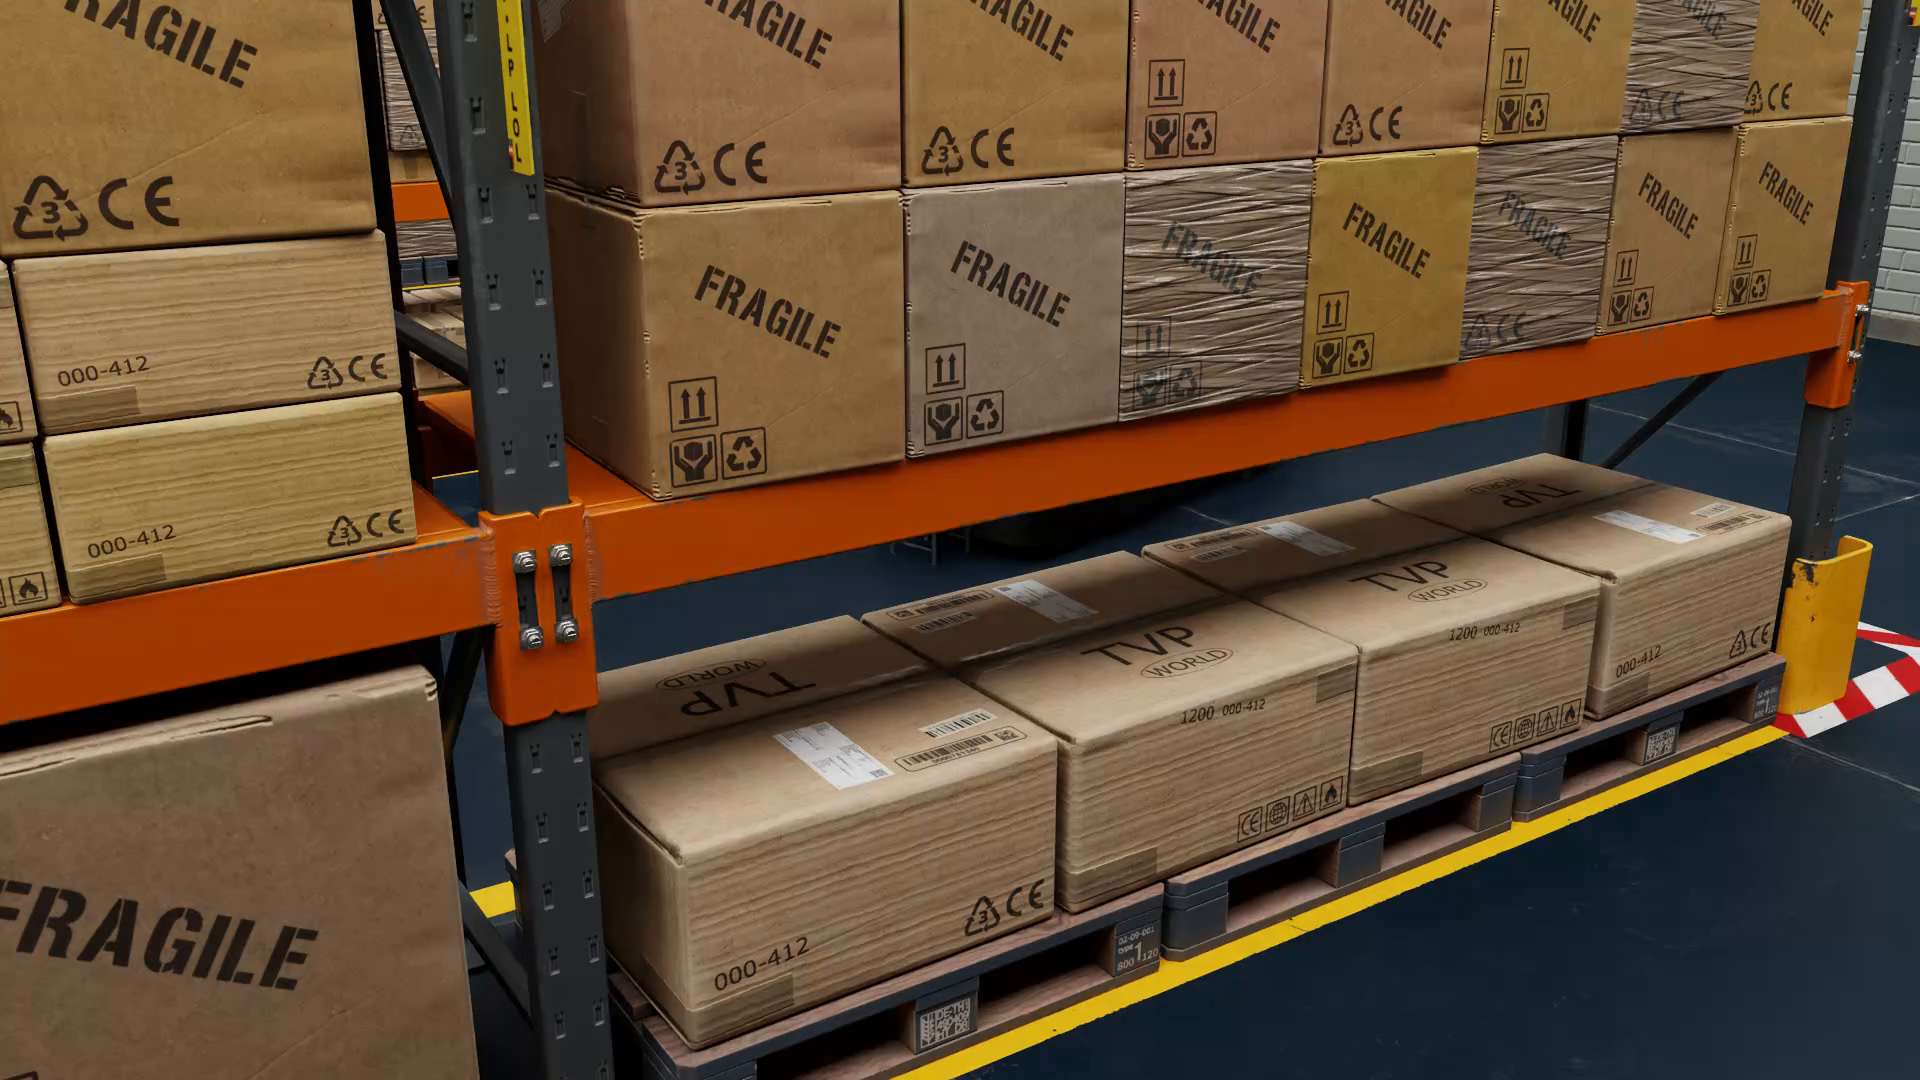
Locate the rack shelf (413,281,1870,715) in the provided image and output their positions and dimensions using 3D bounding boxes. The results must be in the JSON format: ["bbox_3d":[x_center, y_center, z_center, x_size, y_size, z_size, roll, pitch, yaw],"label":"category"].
[{"bbox_3d":[0.692,-0.361,4.252,4.000,0.370,1.077,-12,22,-31],"label":"rack shelf"}]

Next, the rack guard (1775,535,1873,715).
[{"bbox_3d":[2.382,0.126,5.592,0.348,0.500,1.175,-12,22,-31],"label":"rack guard"}]

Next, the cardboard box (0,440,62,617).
[{"bbox_3d":[-1.640,-0.042,2.421,0.500,0.250,0.500,-12,22,-32],"label":"cardboard box"}]

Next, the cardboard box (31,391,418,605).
[{"bbox_3d":[-1.214,-0.132,2.686,0.500,0.250,0.500,-13,22,-33],"label":"cardboard box"}]

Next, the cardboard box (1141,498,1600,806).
[{"bbox_3d":[1.106,0.267,4.615,0.875,0.438,0.875,-11,22,-30],"label":"cardboard box"}]

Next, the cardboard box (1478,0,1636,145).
[{"bbox_3d":[1.255,-1.240,4.012,0.500,0.500,0.500,-12,22,-32],"label":"cardboard box"}]

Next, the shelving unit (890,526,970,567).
[{"bbox_3d":[-0.119,-0.372,6.441,0.258,0.900,0.210,15,24,37],"label":"shelving unit"}]

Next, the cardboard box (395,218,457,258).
[{"bbox_3d":[-4.339,-2.603,12.422,0.875,0.875,0.875,-12,22,-31],"label":"cardboard box"}]

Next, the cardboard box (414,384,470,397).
[{"bbox_3d":[-2.513,-0.702,7.932,0.250,0.149,0.380,-13,23,-34],"label":"cardboard box"}]

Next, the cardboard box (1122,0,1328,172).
[{"bbox_3d":[0.412,-1.064,3.491,0.500,0.500,0.500,-11,22,-30],"label":"cardboard box"}]

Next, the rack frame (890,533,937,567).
[{"bbox_3d":[-0.184,-0.347,6.367,0.240,0.900,0.006,15,24,37],"label":"rack frame"}]

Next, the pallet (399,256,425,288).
[{"bbox_3d":[-4.731,-2.008,12.356,1.213,0.211,1.003,-12,22,-31],"label":"pallet"}]

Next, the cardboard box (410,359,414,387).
[{"bbox_3d":[-2.734,-0.791,7.732,0.250,0.149,0.380,-13,23,-34],"label":"cardboard box"}]

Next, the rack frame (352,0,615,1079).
[{"bbox_3d":[-0.978,-0.349,3.095,0.127,3.000,1.000,-12,22,-31],"label":"rack frame"}]

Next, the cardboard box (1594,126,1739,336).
[{"bbox_3d":[1.678,-0.861,4.452,0.500,0.500,0.500,-12,22,-33],"label":"cardboard box"}]

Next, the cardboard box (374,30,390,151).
[{"bbox_3d":[-2.824,-1.953,7.217,0.500,0.500,0.500,-12,22,-31],"label":"cardboard box"}]

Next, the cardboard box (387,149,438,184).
[{"bbox_3d":[-2.523,-1.699,7.478,0.250,0.149,0.380,-11,22,-30],"label":"cardboard box"}]

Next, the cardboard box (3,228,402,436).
[{"bbox_3d":[-1.213,-0.372,2.617,0.500,0.250,0.500,-12,22,-31],"label":"cardboard box"}]

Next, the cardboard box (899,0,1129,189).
[{"bbox_3d":[-0.022,-0.977,3.233,0.500,0.500,0.500,-12,22,-32],"label":"cardboard box"}]

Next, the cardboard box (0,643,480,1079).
[{"bbox_3d":[-1.452,0.589,2.981,0.875,0.875,0.875,-11,22,-30],"label":"cardboard box"}]

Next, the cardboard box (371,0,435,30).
[{"bbox_3d":[-2.412,-2.508,7.297,0.500,0.500,0.500,-11,22,-31],"label":"cardboard box"}]

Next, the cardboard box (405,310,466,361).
[{"bbox_3d":[-2.474,-0.957,7.757,0.250,0.149,0.380,-11,22,-30],"label":"cardboard box"}]

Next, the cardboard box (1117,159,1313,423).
[{"bbox_3d":[0.399,-0.583,3.629,0.500,0.500,0.500,-12,22,-31],"label":"cardboard box"}]

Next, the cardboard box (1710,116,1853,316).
[{"bbox_3d":[2.105,-0.946,4.702,0.500,0.500,0.500,-12,22,-31],"label":"cardboard box"}]

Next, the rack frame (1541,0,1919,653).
[{"bbox_3d":[2.362,-1.054,5.179,0.127,3.000,1.000,-12,22,-31],"label":"rack frame"}]

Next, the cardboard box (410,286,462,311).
[{"bbox_3d":[-2.582,-1.168,8.381,0.250,0.149,0.380,-13,23,-33],"label":"cardboard box"}]

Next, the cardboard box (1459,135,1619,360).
[{"bbox_3d":[1.253,-0.768,4.177,0.500,0.500,0.500,-11,22,-30],"label":"cardboard box"}]

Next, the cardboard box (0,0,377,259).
[{"bbox_3d":[-1.213,-0.725,2.487,0.500,0.500,0.500,-11,22,-30],"label":"cardboard box"}]

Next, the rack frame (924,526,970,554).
[{"bbox_3d":[-0.053,-0.397,6.515,0.240,0.900,0.006,15,24,37],"label":"rack frame"}]

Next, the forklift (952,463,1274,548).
[{"bbox_3d":[0.838,-1.757,7.366,1.130,2.935,3.031,15,24,37],"label":"forklift"}]

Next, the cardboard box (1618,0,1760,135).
[{"bbox_3d":[1.670,-1.326,4.267,0.500,0.500,0.500,-12,22,-31],"label":"cardboard box"}]

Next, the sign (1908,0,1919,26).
[{"bbox_3d":[2.649,-1.567,4.519,0.005,0.325,0.100,-12,22,-31],"label":"sign"}]

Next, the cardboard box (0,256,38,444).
[{"bbox_3d":[-1.626,-0.282,2.350,0.500,0.250,0.500,-11,22,-30],"label":"cardboard box"}]

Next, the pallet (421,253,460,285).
[{"bbox_3d":[-3.713,-2.222,12.987,1.213,0.211,1.003,-12,22,-31],"label":"pallet"}]

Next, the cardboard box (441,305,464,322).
[{"bbox_3d":[-2.292,-1.027,7.965,0.250,0.149,0.380,-13,23,-34],"label":"cardboard box"}]

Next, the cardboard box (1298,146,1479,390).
[{"bbox_3d":[0.829,-0.674,3.897,0.500,0.500,0.500,-11,22,-30],"label":"cardboard box"}]

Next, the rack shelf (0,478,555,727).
[{"bbox_3d":[-2.649,0.344,2.168,4.000,0.370,1.077,-12,22,-31],"label":"rack shelf"}]

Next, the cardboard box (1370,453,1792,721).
[{"bbox_3d":[1.866,0.104,5.099,0.875,0.438,0.875,-13,23,-33],"label":"cardboard box"}]

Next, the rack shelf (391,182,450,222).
[{"bbox_3d":[-2.115,-1.667,8.116,4.000,0.370,1.077,-12,22,-31],"label":"rack shelf"}]

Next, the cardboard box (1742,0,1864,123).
[{"bbox_3d":[2.091,-1.426,4.563,0.500,0.500,0.500,-11,22,-30],"label":"cardboard box"}]

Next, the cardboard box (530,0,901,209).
[{"bbox_3d":[-0.448,-0.890,2.975,0.500,0.500,0.500,-12,22,-31],"label":"cardboard box"}]

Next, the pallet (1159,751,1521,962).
[{"bbox_3d":[0.720,0.642,4.515,1.213,0.211,1.003,-12,22,-31],"label":"pallet"}]

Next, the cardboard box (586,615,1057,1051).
[{"bbox_3d":[-0.395,0.584,3.680,0.875,0.438,0.875,-12,22,-32],"label":"cardboard box"}]

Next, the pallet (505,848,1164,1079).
[{"bbox_3d":[-0.300,0.859,3.876,1.213,0.211,1.003,-12,22,-31],"label":"pallet"}]

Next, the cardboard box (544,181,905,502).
[{"bbox_3d":[-0.442,-0.409,3.116,0.500,0.500,0.500,-11,22,-30],"label":"cardboard box"}]

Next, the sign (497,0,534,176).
[{"bbox_3d":[-0.672,-0.717,2.498,0.005,0.325,0.100,-12,22,-31],"label":"sign"}]

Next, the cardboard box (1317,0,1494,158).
[{"bbox_3d":[0.834,-1.152,3.752,0.500,0.500,0.500,-12,22,-32],"label":"cardboard box"}]

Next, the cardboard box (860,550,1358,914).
[{"bbox_3d":[0.352,0.426,4.147,0.875,0.438,0.875,-13,22,-33],"label":"cardboard box"}]

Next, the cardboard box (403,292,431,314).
[{"bbox_3d":[-2.801,-1.117,8.231,0.250,0.149,0.380,-13,23,-34],"label":"cardboard box"}]

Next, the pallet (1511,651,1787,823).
[{"bbox_3d":[1.738,0.429,5.147,1.213,0.211,1.003,-12,22,-31],"label":"pallet"}]

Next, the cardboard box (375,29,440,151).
[{"bbox_3d":[-2.383,-2.032,7.451,0.500,0.500,0.500,-12,22,-33],"label":"cardboard box"}]

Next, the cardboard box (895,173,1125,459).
[{"bbox_3d":[-0.020,-0.497,3.375,0.500,0.500,0.500,-12,22,-31],"label":"cardboard box"}]

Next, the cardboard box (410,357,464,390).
[{"bbox_3d":[-2.491,-0.833,7.857,0.250,0.149,0.380,-11,21,-29],"label":"cardboard box"}]
